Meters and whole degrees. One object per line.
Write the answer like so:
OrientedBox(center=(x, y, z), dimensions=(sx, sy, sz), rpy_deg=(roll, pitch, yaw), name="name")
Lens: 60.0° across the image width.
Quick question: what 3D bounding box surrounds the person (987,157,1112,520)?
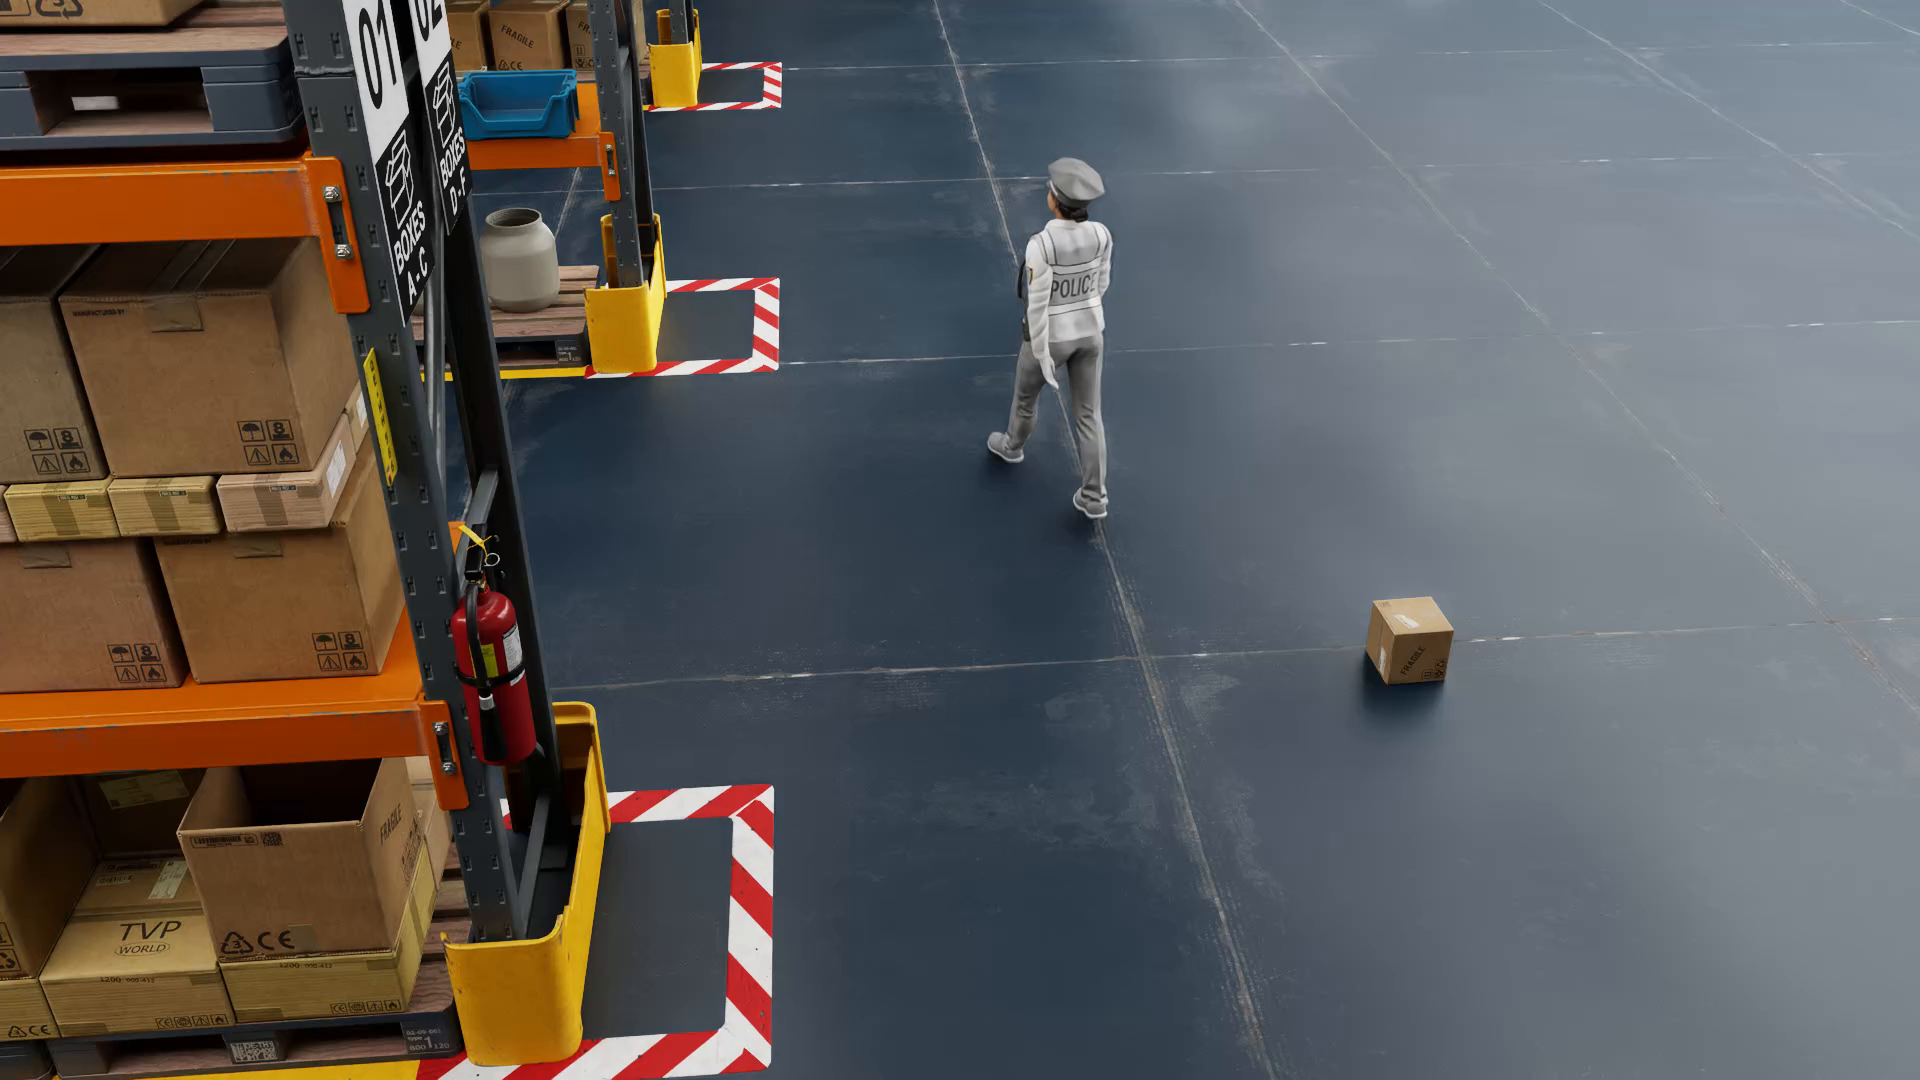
OrientedBox(center=(0.461, -0.989, 7.709), dimensions=(0.478, 1.630, 0.990), rpy_deg=(-11, 33, -18), name="person")
